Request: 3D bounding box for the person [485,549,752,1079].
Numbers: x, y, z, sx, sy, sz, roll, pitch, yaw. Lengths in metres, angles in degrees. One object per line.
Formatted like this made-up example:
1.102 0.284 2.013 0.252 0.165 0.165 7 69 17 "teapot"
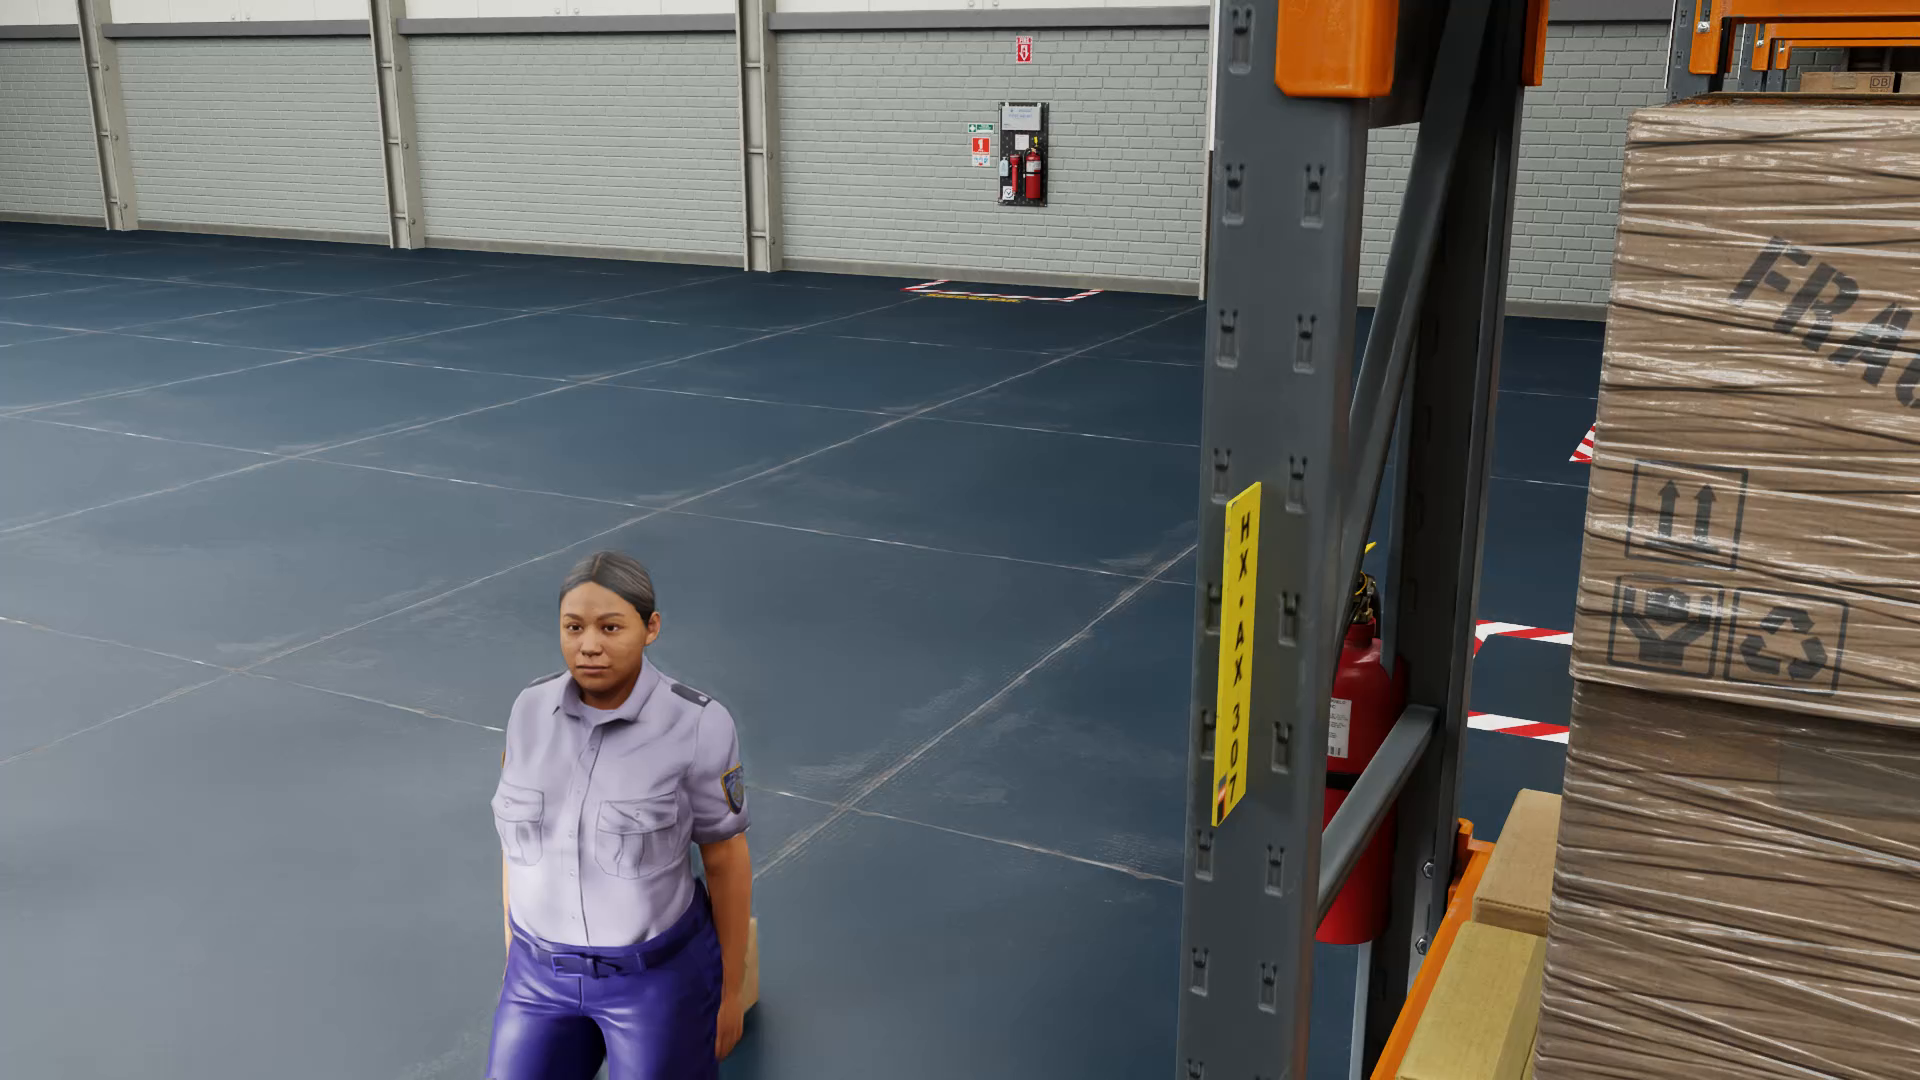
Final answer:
-0.636 0.817 3.108 0.503 1.644 0.479 4 16 13 "person"
